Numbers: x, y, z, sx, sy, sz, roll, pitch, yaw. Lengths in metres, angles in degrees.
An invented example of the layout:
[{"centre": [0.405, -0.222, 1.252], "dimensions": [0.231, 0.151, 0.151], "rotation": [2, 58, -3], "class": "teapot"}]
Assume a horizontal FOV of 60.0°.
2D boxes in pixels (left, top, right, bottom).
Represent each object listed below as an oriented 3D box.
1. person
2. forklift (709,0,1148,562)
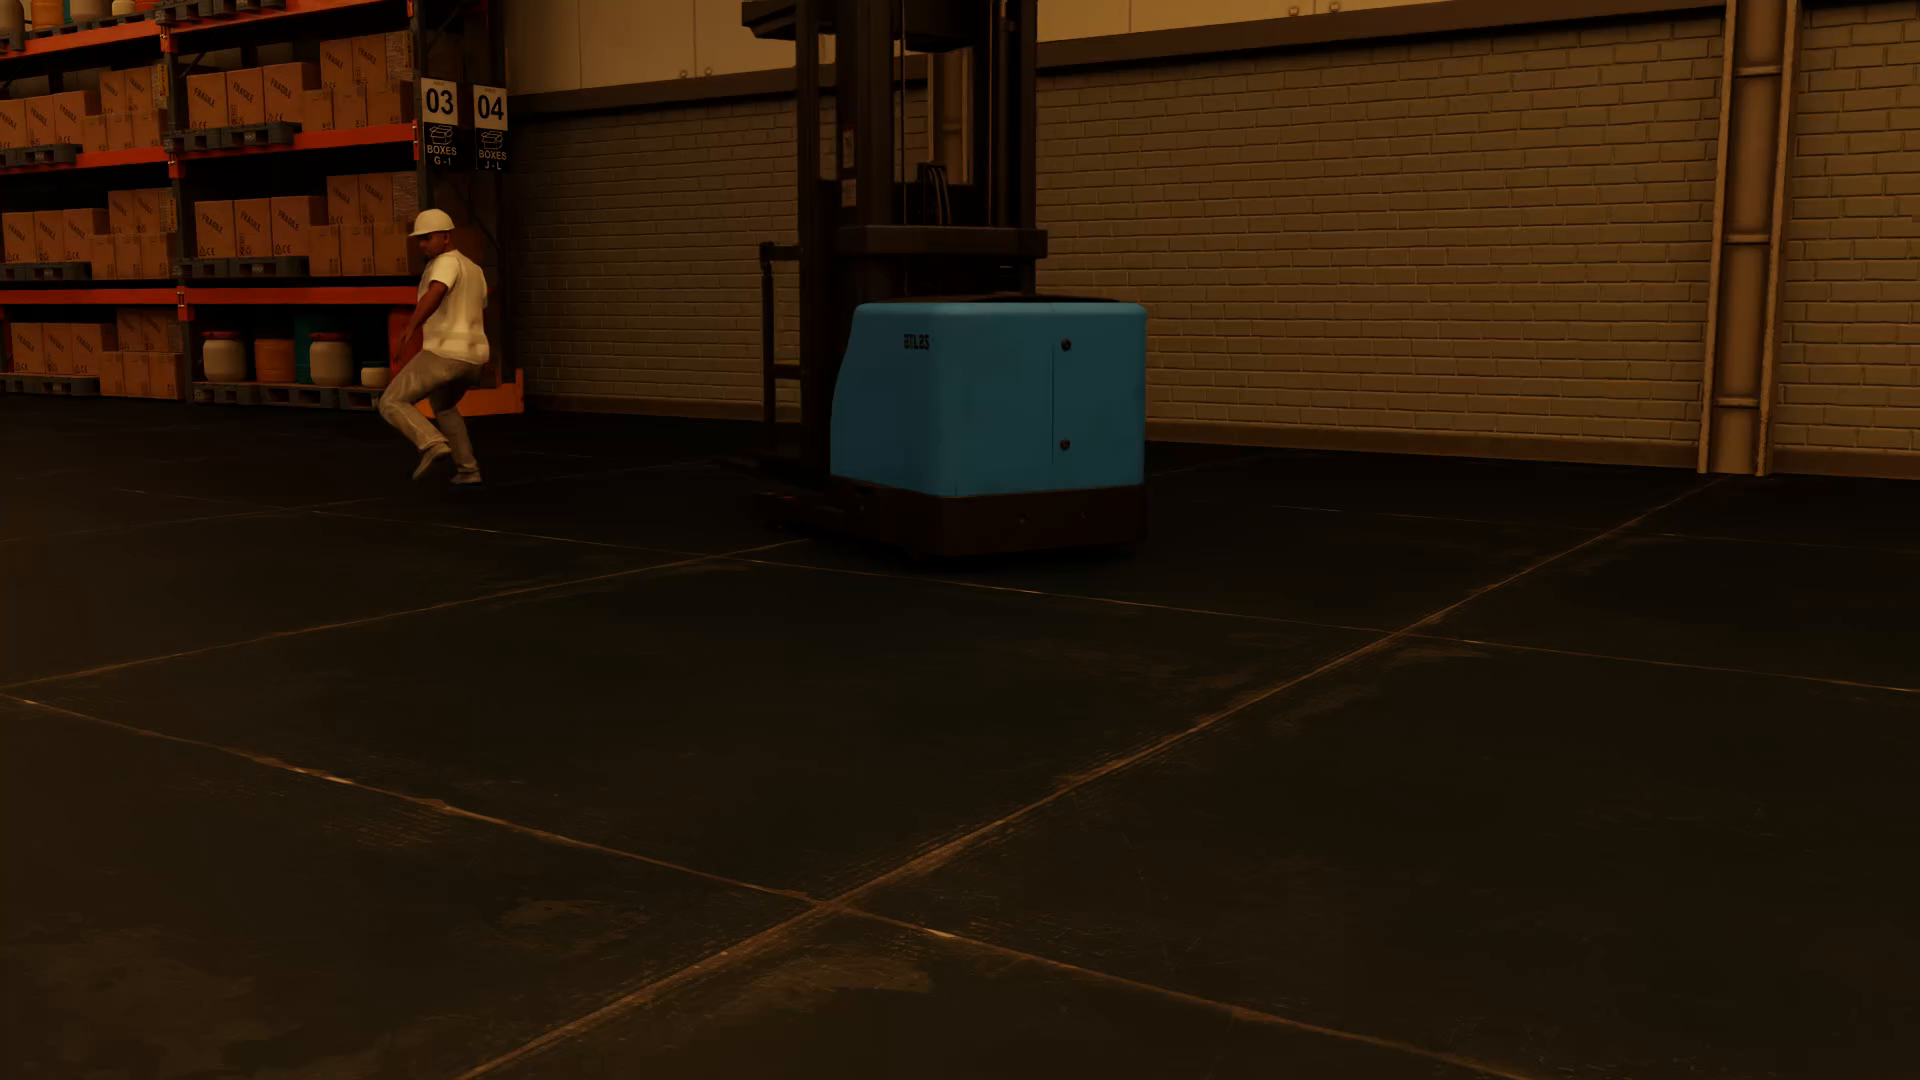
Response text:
[{"centre": [-2.990, -1.096, 9.686], "dimensions": [0.503, 1.640, 1.127], "rotation": [2, 8, 15], "class": "person"}, {"centre": [-0.363, -1.530, 7.951], "dimensions": [1.130, 2.935, 3.031], "rotation": [-5, 9, -29], "class": "forklift"}]
